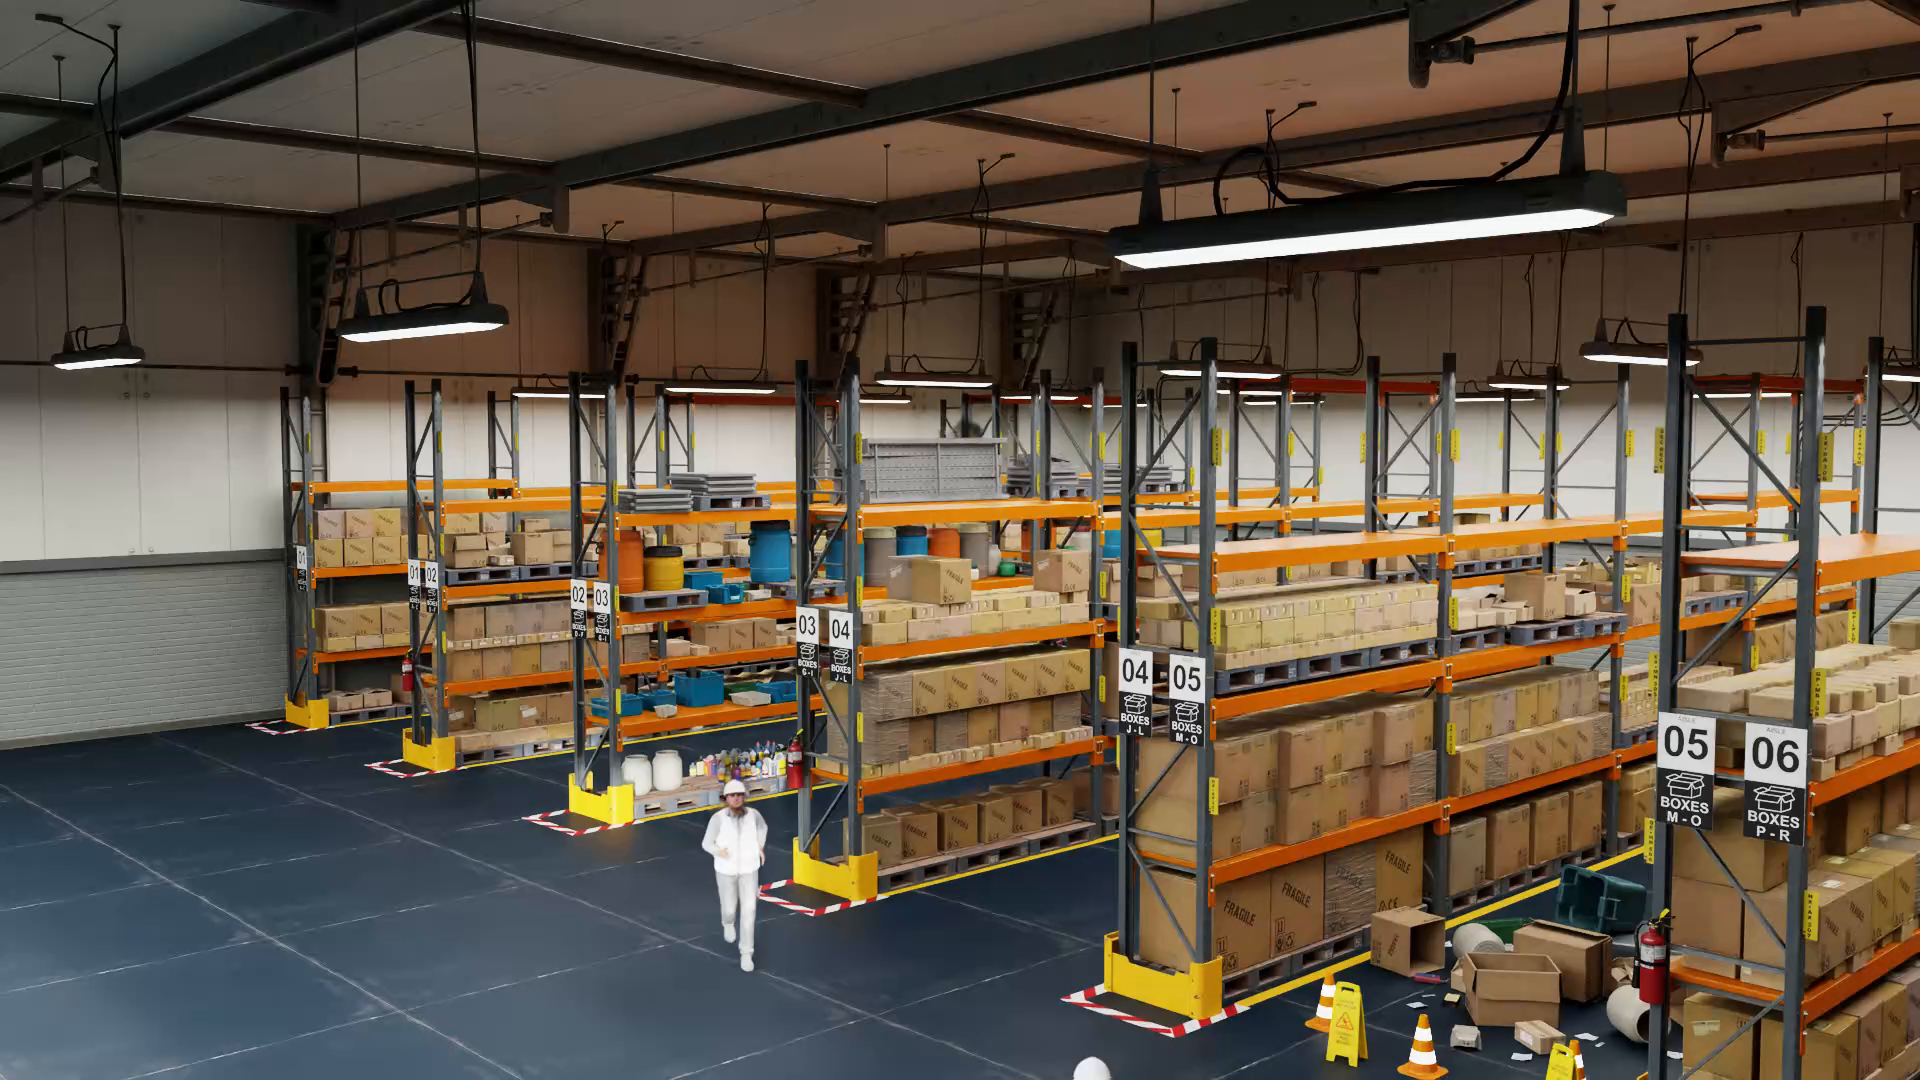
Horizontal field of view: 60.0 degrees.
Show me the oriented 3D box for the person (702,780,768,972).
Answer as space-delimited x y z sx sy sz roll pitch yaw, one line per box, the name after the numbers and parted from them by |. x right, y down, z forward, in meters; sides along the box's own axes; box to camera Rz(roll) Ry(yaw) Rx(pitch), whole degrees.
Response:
-2.188 3.225 16.284 0.666 1.768 0.973 -1 4 -13 | person

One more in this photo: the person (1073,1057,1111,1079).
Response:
0.733 3.701 9.016 0.665 1.746 0.614 0 4 6 | person
